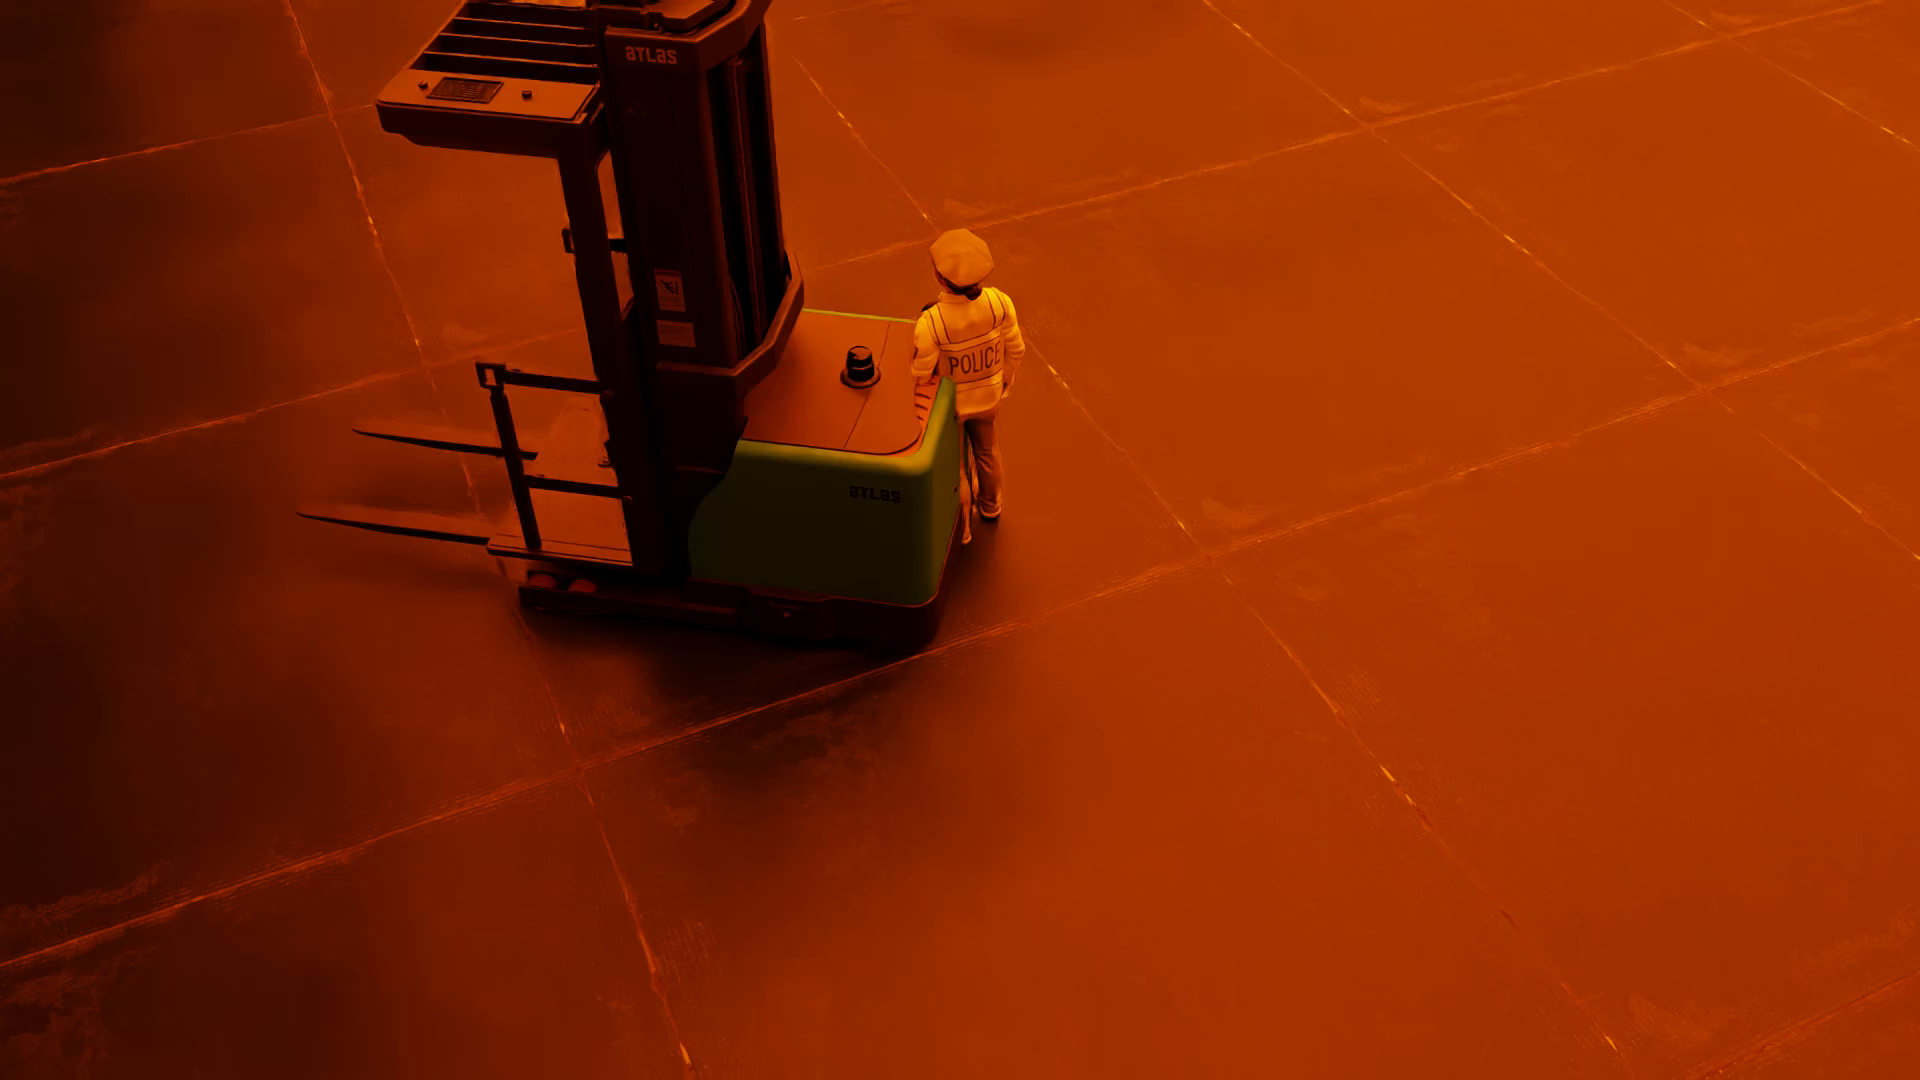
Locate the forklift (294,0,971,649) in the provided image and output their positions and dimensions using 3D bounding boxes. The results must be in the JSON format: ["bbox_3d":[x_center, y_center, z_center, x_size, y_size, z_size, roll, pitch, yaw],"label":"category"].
[{"bbox_3d":[-1.514,-1.082,6.839,3.031,2.935,1.130,7,43,7],"label":"forklift"}]

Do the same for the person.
[{"bbox_3d":[-0.022,-0.669,7.293,0.586,1.694,0.530,-18,46,-18],"label":"person"}]
